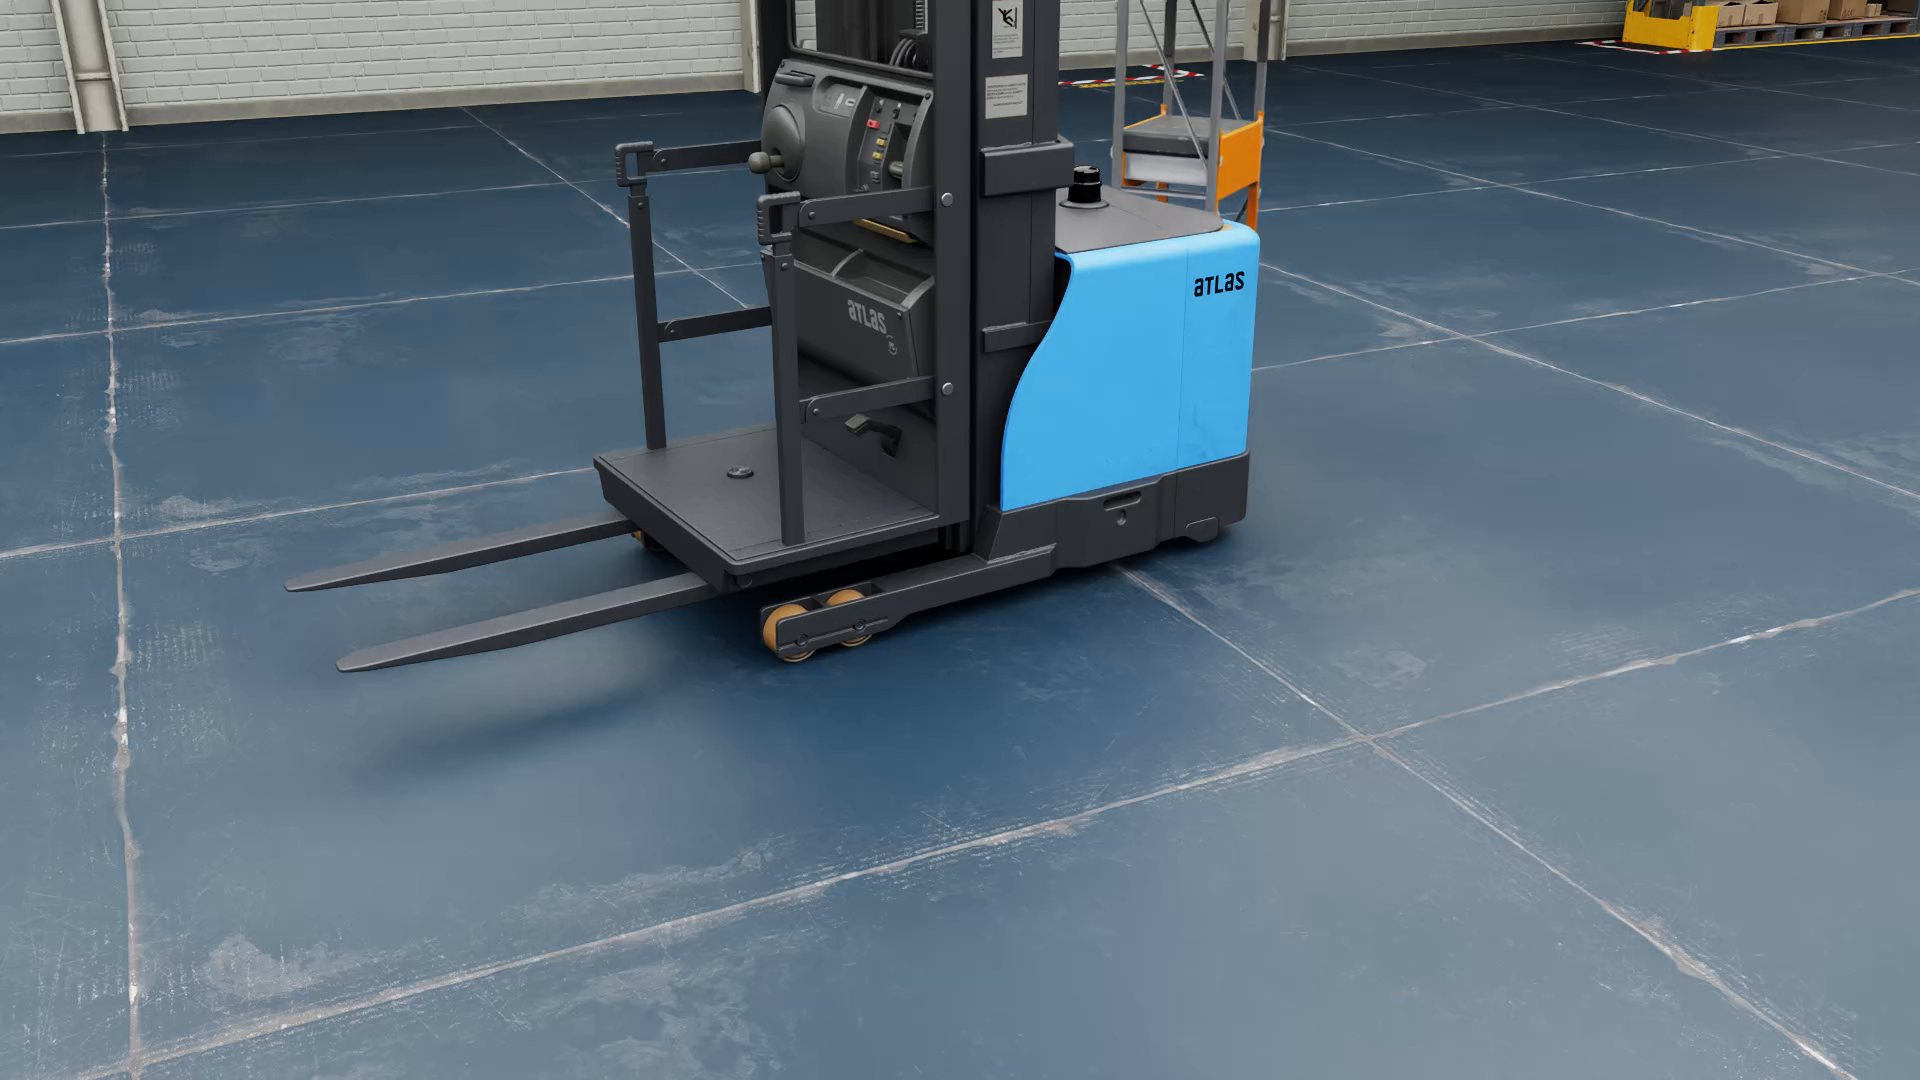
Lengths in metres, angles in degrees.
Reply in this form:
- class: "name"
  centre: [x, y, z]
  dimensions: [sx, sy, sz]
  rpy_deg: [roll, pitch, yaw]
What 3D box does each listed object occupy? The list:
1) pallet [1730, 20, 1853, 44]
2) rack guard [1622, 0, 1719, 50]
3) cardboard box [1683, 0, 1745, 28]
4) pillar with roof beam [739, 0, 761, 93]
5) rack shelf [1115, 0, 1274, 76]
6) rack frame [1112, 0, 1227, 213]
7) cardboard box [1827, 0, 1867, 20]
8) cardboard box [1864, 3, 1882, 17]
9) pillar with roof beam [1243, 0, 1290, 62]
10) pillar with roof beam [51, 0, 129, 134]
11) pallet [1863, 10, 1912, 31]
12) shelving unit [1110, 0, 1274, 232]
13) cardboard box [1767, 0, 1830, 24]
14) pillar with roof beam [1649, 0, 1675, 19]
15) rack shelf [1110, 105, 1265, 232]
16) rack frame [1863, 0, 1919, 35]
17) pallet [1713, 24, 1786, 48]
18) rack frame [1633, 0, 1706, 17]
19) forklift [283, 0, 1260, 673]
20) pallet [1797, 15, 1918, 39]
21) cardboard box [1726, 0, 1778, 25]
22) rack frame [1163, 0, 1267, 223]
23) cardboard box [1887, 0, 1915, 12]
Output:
- class: "pallet"
  centre: [10.543, -6.518, 21.220]
  dimensions: [1.213, 0.211, 1.003]
  rpy_deg: [-10, 25, -24]
- class: "rack guard"
  centre: [8.698, -6.328, 20.384]
  dimensions: [0.348, 0.500, 1.175]
  rpy_deg: [-10, 25, -24]
- class: "cardboard box"
  centre: [9.292, -6.515, 20.508]
  dimensions: [0.500, 0.311, 0.500]
  rpy_deg: [-14, 26, -30]
- class: "pillar with roof beam"
  centre: [-0.061, -7.182, 11.336]
  dimensions: [0.400, 9.000, 9.100]
  rpy_deg: [-10, 25, -24]
- class: "rack shelf"
  centre: [0.851, -1.975, 5.980]
  dimensions: [0.431, 0.518, 0.480]
  rpy_deg: [11, 25, 25]
- class: "rack frame"
  centre: [0.738, -1.258, 6.042]
  dimensions: [0.400, 2.100, 0.015]
  rpy_deg: [11, 25, 25]
- class: "cardboard box"
  centre: [11.316, -6.996, 21.423]
  dimensions: [0.500, 0.500, 0.500]
  rpy_deg: [-12, 26, -28]
- class: "cardboard box"
  centre: [11.765, -6.929, 21.697]
  dimensions: [0.250, 0.166, 0.380]
  rpy_deg: [-14, 26, -30]
- class: "pillar with roof beam"
  centre: [5.346, -8.178, 13.740]
  dimensions: [0.400, 9.000, 9.100]
  rpy_deg: [-10, 25, -24]
- class: "pillar with roof beam"
  centre: [-5.467, -6.187, 8.931]
  dimensions: [0.400, 9.000, 9.100]
  rpy_deg: [-10, 25, -24]
- class: "pallet"
  centre: [12.935, -6.975, 22.325]
  dimensions: [1.213, 0.211, 1.003]
  rpy_deg: [-10, 25, -24]
- class: "shelving unit"
  centre: [0.851, -1.340, 6.242]
  dimensions: [0.431, 2.100, 0.503]
  rpy_deg: [11, 25, 25]
- class: "cardboard box"
  centre: [10.488, -6.802, 20.952]
  dimensions: [0.500, 0.500, 0.700]
  rpy_deg: [-12, 25, -27]
- class: "pillar with roof beam"
  centre: [10.752, -9.173, 16.144]
  dimensions: [0.400, 9.000, 9.100]
  rpy_deg: [-10, 25, -24]
- class: "rack shelf"
  centre: [0.851, -1.328, 6.247]
  dimensions: [0.431, 0.518, 0.480]
  rpy_deg: [11, 25, 25]
- class: "rack frame"
  centre: [12.234, -8.134, 21.478]
  dimensions: [0.127, 3.000, 1.000]
  rpy_deg: [-10, 25, -24]
- class: "pallet"
  centre: [9.445, -6.317, 20.735]
  dimensions: [1.213, 0.211, 1.003]
  rpy_deg: [-10, 25, -24]
- class: "rack frame"
  centre: [8.629, -7.470, 19.875]
  dimensions: [0.127, 3.000, 1.000]
  rpy_deg: [-10, 25, -24]
- class: "forklift"
  centre: [-0.524, -1.226, 4.879]
  dimensions: [3.031, 2.935, 1.130]
  rpy_deg: [-14, 26, -30]
- class: "pallet"
  centre: [11.644, -6.722, 21.713]
  dimensions: [1.213, 0.211, 1.003]
  rpy_deg: [-10, 25, -24]
- class: "cardboard box"
  centre: [9.806, -6.610, 20.736]
  dimensions: [0.500, 0.311, 0.500]
  rpy_deg: [-8, 24, -19]
- class: "rack frame"
  centre: [0.965, -1.423, 6.442]
  dimensions: [0.400, 2.100, 0.015]
  rpy_deg: [11, 25, 25]
- class: "cardboard box"
  centre: [12.890, -7.310, 22.181]
  dimensions: [0.500, 0.500, 0.700]
  rpy_deg: [-10, 24, -22]
